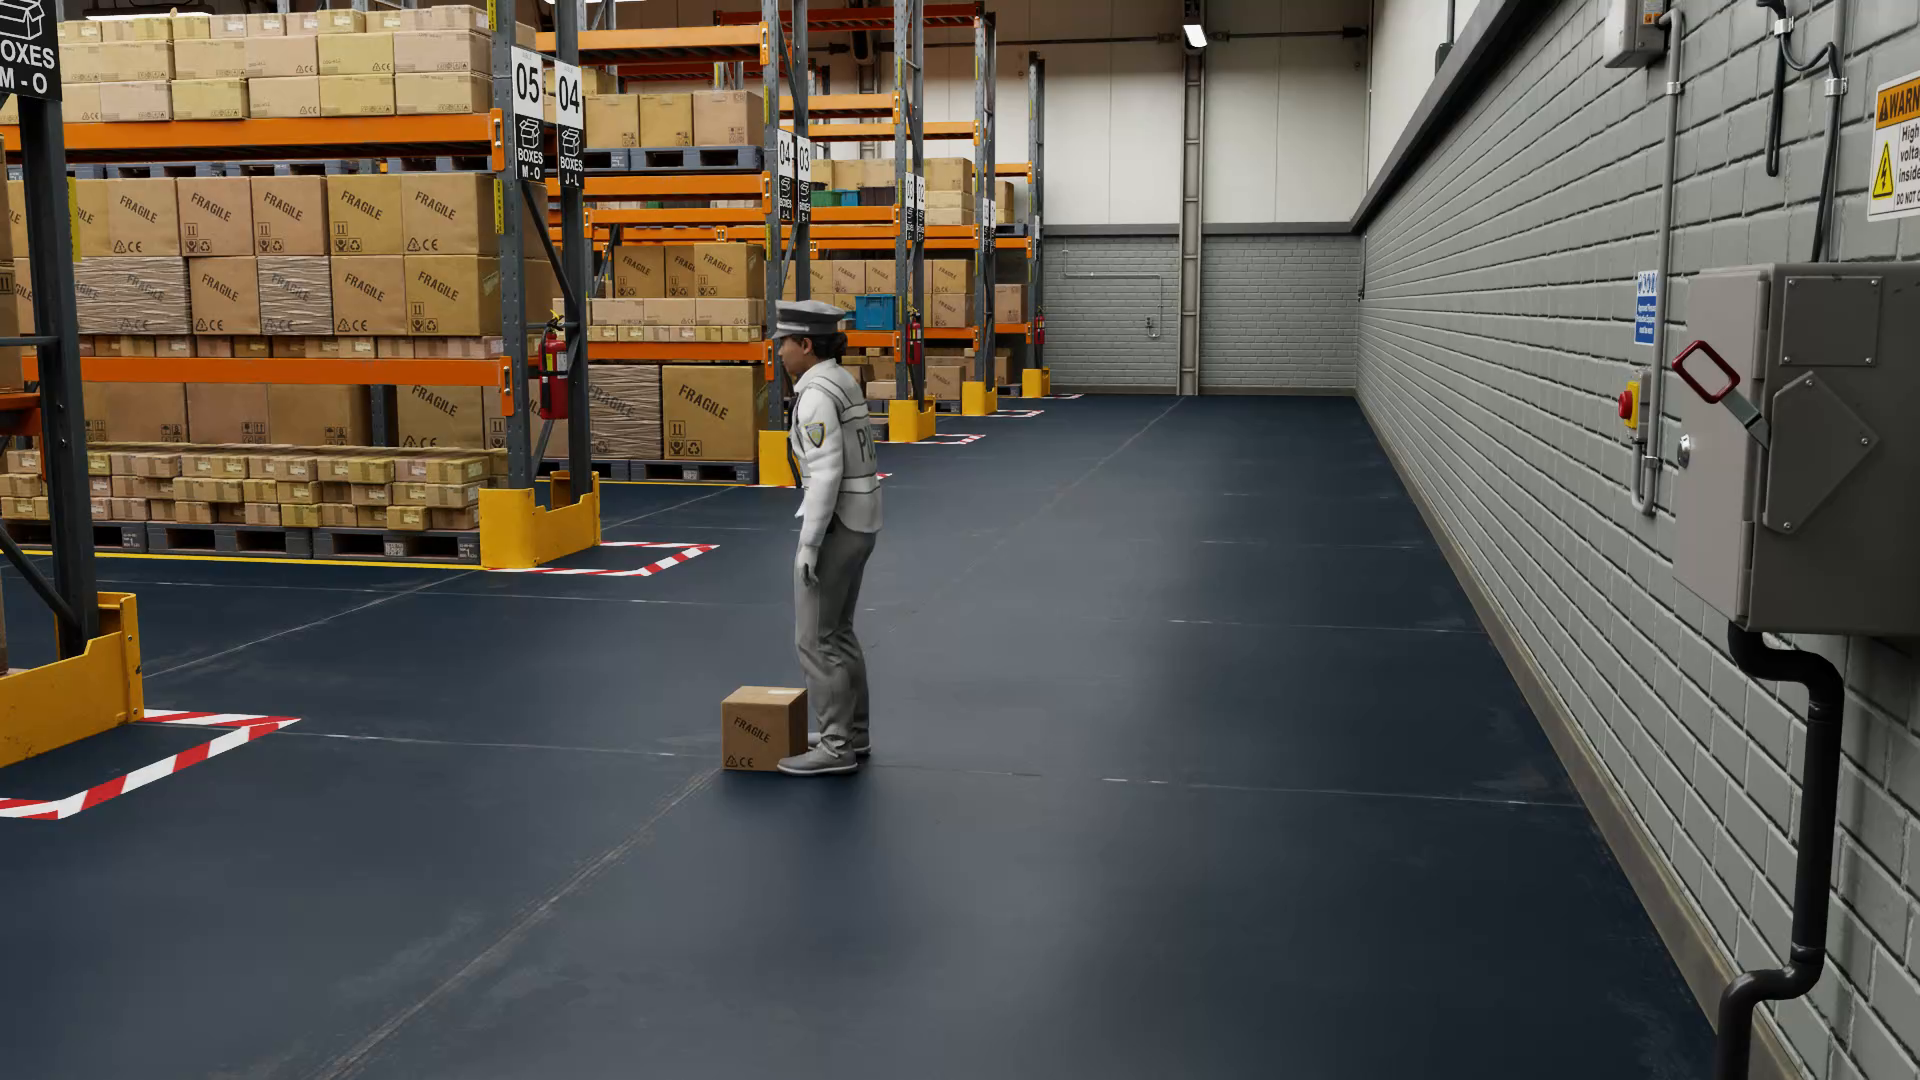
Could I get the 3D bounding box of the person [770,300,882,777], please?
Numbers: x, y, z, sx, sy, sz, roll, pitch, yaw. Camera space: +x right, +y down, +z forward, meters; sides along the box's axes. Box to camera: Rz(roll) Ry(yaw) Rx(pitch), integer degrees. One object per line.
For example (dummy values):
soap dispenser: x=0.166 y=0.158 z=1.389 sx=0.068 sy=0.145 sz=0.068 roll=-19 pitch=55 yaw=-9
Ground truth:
person: x=-0.467 y=-0.010 z=5.876 sx=0.376 sy=1.663 sz=0.545 roll=1 pitch=8 yaw=8
